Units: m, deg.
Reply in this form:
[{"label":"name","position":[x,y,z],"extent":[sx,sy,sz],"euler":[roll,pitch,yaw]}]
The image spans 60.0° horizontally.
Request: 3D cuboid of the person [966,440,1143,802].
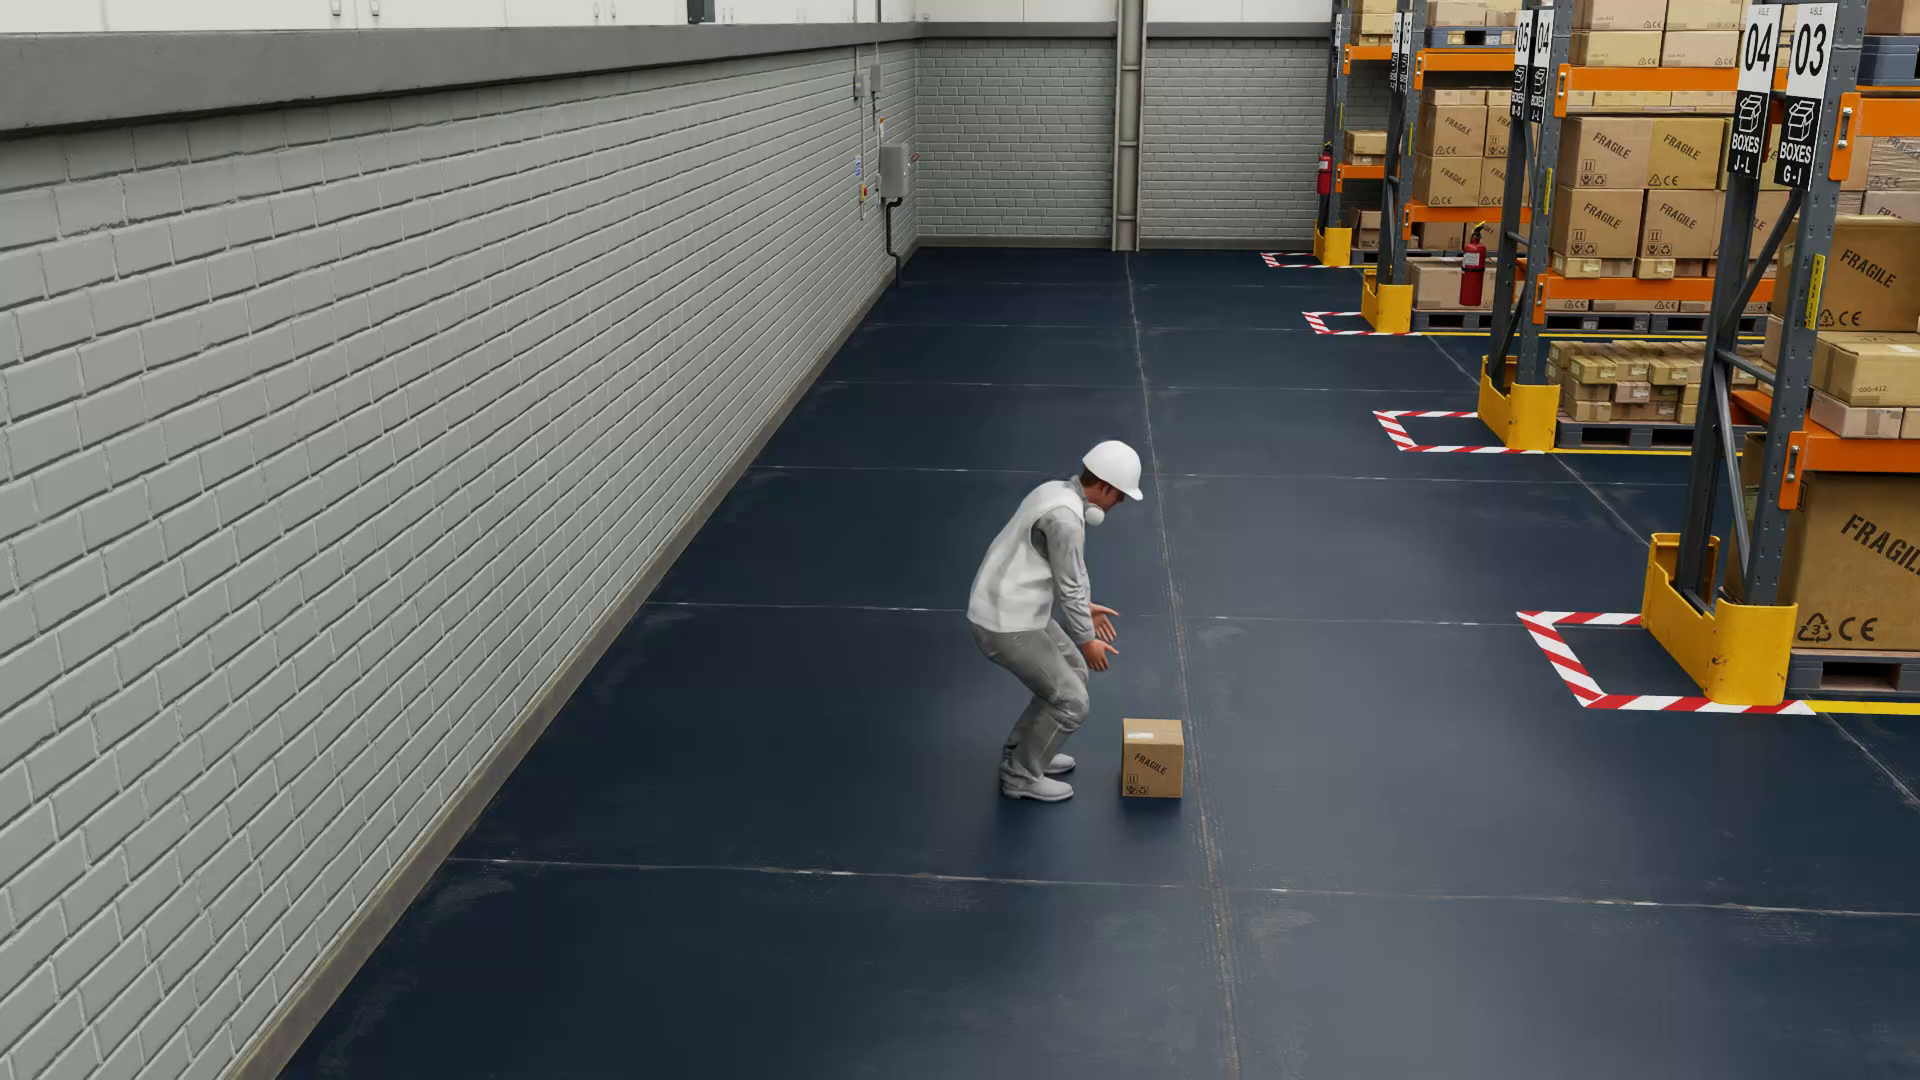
[{"label":"person","position":[0.393,0.315,6.956],"extent":[0.705,1.506,0.590],"euler":[1,17,4]}]
